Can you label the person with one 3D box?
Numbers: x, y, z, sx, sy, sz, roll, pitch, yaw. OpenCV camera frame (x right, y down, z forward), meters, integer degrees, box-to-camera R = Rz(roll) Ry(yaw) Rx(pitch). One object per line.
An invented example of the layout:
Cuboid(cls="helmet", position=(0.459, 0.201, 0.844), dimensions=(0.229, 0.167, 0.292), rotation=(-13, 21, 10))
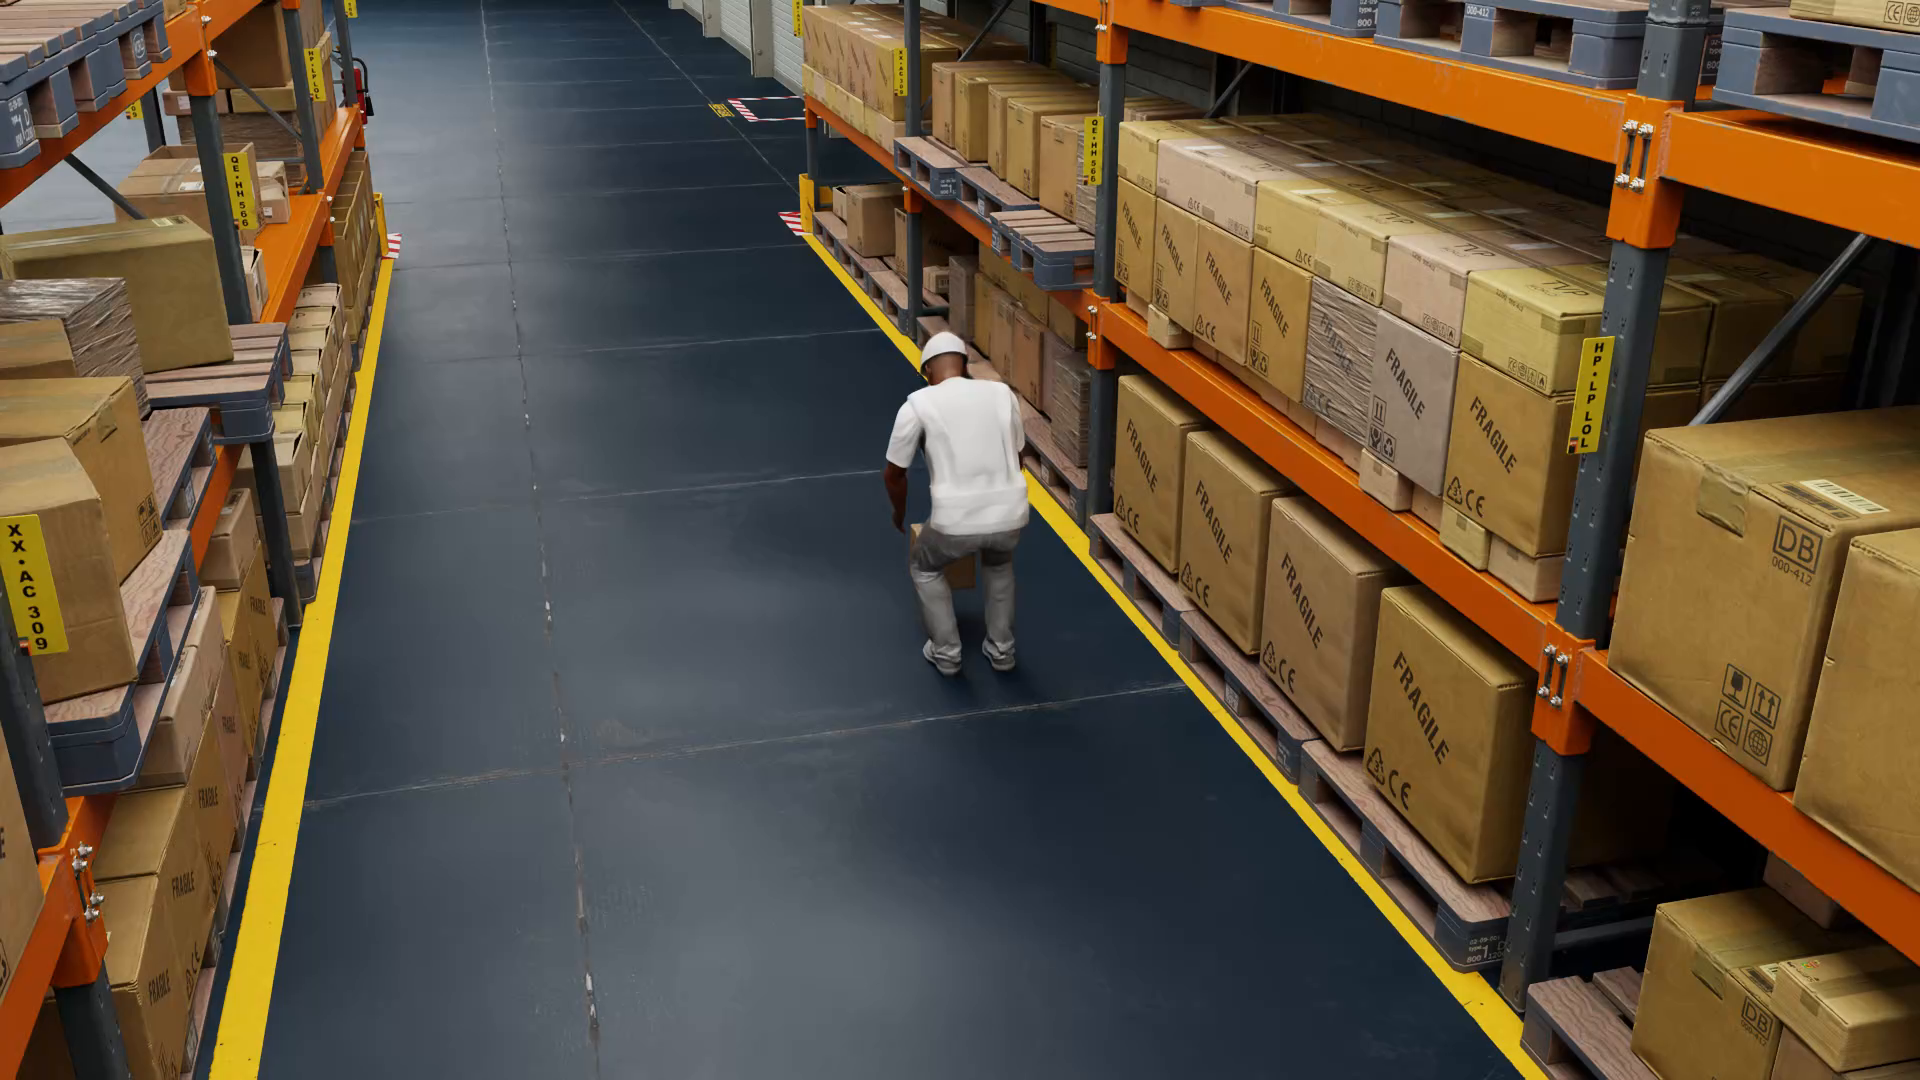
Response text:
Cuboid(cls="person", position=(-0.004, -0.138, 7.287), dimensions=(0.630, 1.462, 0.727), rotation=(-6, 23, -13))
